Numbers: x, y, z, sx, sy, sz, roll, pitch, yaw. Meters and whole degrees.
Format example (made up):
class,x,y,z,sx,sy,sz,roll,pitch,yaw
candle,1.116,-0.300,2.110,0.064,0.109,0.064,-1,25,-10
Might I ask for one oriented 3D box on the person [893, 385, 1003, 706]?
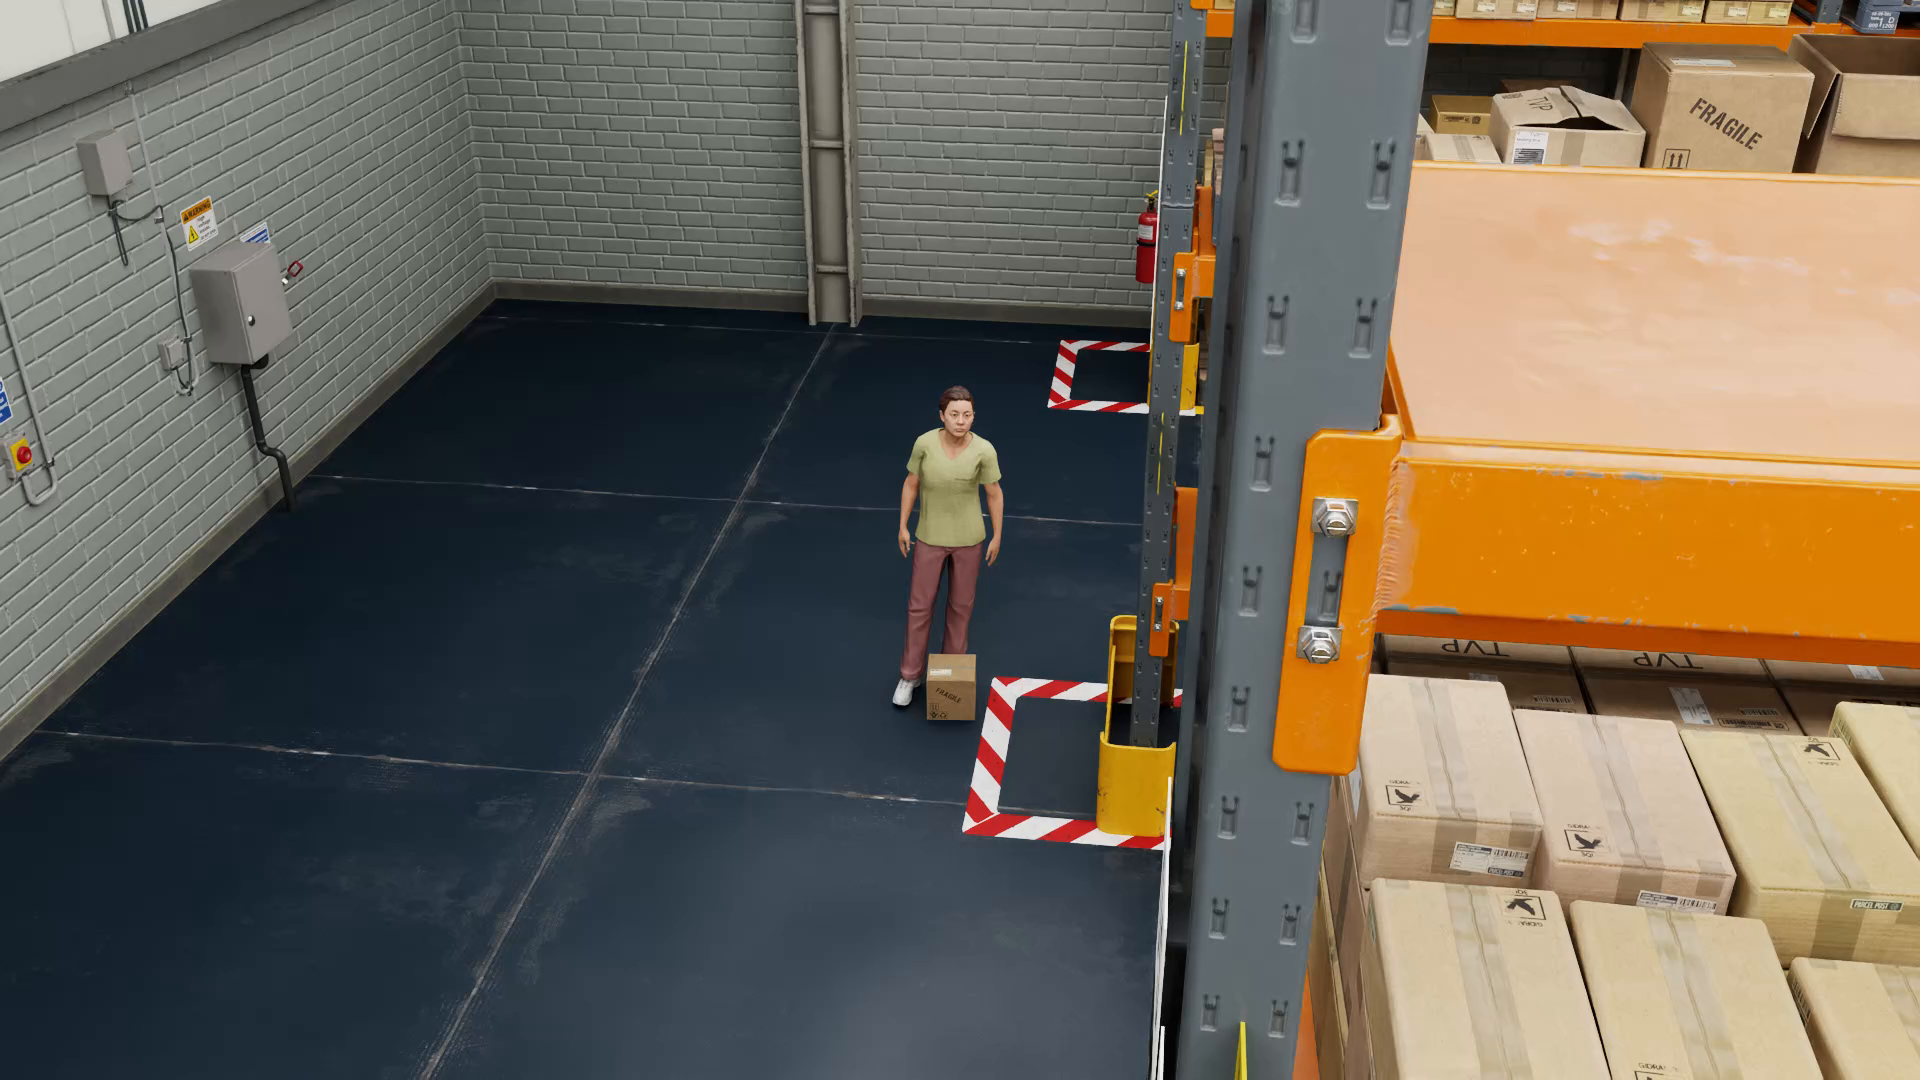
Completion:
class,x,y,z,sx,sy,sz,roll,pitch,yaw
person,-0.063,0.032,8.547,0.554,1.673,0.548,2,29,4
